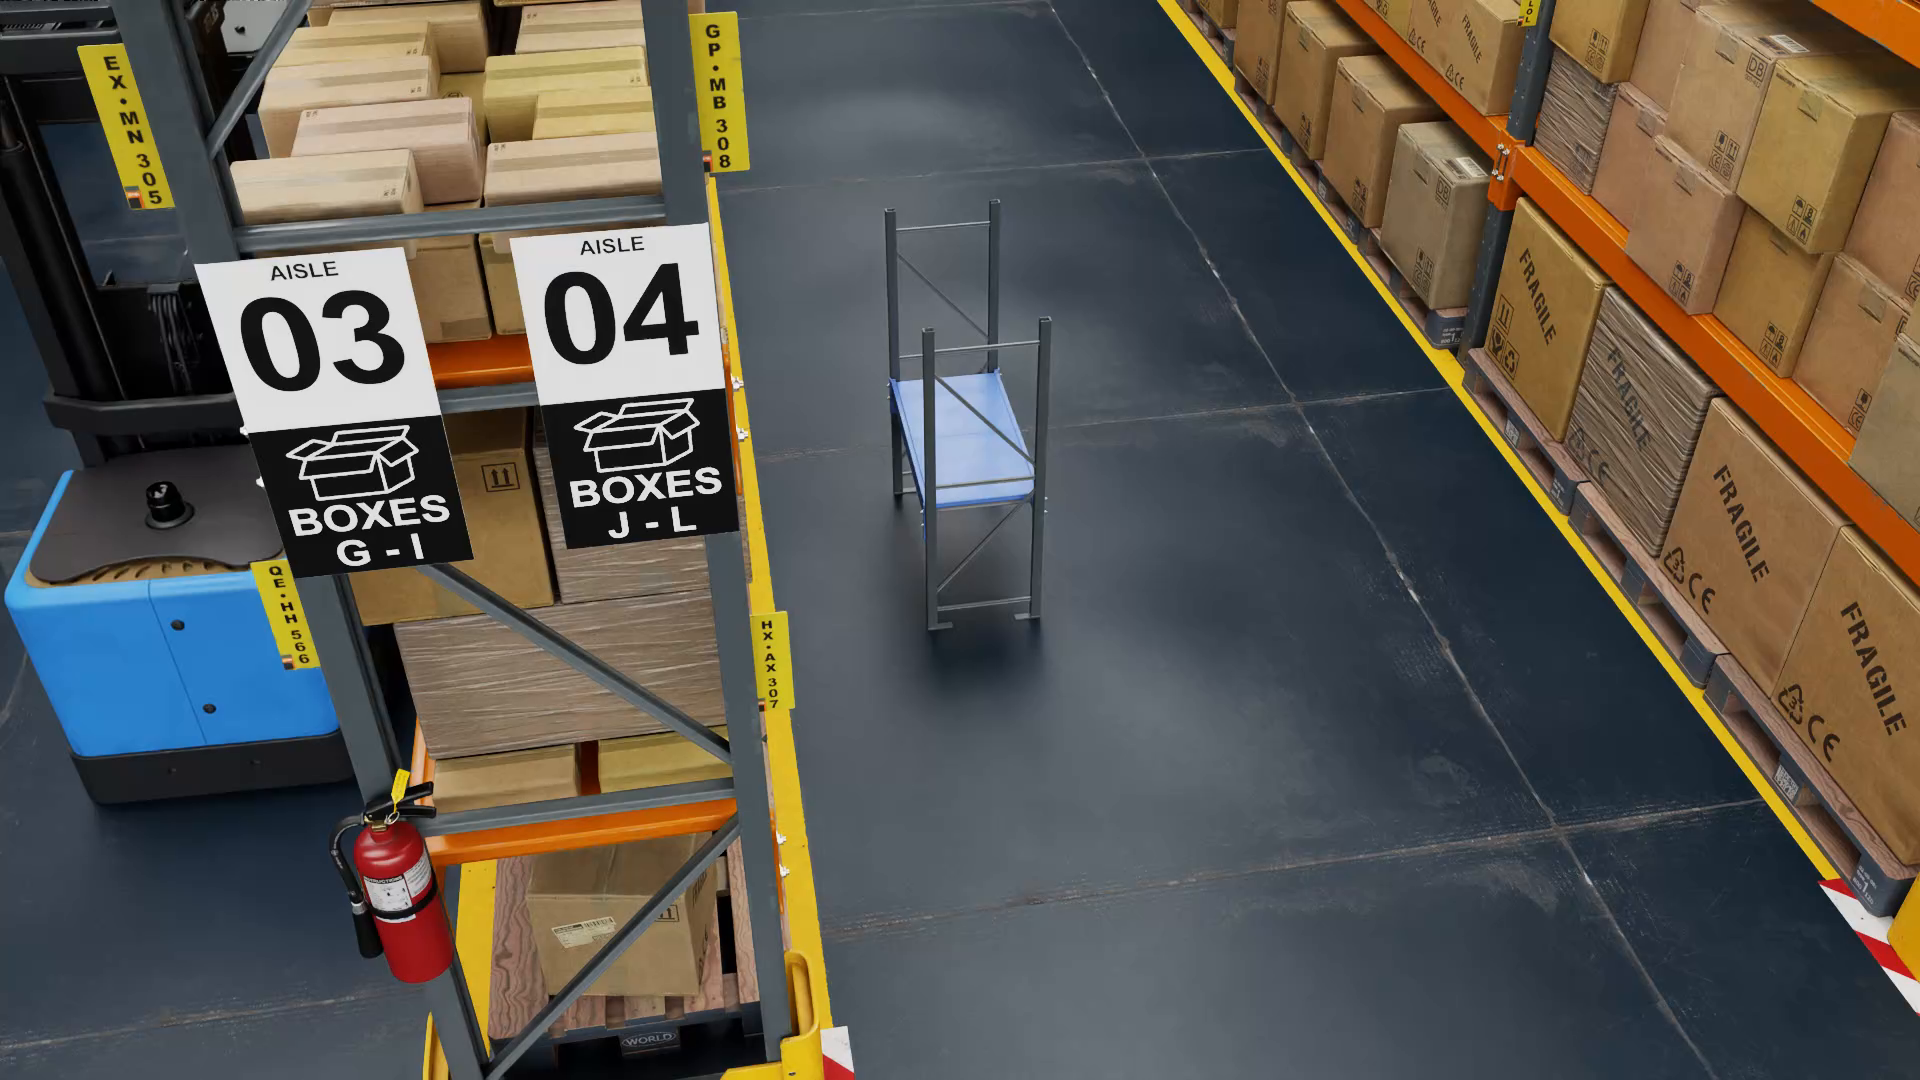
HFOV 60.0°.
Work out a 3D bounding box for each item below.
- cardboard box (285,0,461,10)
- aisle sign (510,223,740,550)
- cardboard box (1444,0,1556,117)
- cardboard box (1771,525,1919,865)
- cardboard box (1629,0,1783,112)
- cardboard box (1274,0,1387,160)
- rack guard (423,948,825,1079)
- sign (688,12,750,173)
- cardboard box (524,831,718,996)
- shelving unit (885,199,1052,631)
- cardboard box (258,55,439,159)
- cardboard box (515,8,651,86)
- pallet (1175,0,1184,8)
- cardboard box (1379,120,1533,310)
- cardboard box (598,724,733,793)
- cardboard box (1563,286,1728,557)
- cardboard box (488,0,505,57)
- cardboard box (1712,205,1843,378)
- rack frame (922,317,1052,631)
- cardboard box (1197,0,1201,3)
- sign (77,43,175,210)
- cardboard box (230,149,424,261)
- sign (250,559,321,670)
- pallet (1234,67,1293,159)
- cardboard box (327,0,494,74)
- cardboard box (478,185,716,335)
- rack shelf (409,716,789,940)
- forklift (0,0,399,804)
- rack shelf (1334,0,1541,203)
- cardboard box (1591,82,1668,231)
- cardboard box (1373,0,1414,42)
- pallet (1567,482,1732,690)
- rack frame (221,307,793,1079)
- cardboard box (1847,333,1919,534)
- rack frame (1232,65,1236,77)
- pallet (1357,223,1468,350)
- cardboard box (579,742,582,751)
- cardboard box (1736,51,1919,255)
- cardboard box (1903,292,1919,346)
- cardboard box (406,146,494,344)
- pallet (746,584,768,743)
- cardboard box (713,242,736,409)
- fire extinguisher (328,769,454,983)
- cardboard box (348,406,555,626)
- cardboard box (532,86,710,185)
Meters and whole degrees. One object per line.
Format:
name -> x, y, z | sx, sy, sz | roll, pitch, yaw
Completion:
cardboard box -> -1.532, -1.737, 4.365 | 0.500, 0.500, 0.500 | -6, 38, -8
aisle sign -> -0.705, -0.311, 3.586 | 0.394, 0.787, 0.004 | -6, 38, -8
cardboard box -> 2.834, -2.504, 8.446 | 0.500, 0.500, 0.500 | -6, 38, -8
cardboard box -> 3.706, 0.509, 6.039 | 0.875, 0.875, 0.875 | -6, 38, -8
cardboard box -> 3.430, -2.117, 7.028 | 0.875, 0.550, 0.550 | -6, 38, -8
cardboard box -> 2.662, -2.966, 10.614 | 1.050, 0.750, 0.750 | -6, 38, -7
rack guard -> -1.024, 1.652, 5.216 | 1.175, 0.500, 0.348 | -6, 38, -8
sign -> -0.477, -0.877, 3.277 | 0.100, 0.325, 0.005 | -6, 38, -8
cardboard box -> -1.104, 1.153, 5.516 | 0.500, 0.500, 0.500 | 0, 38, 1
shelving unit -> 0.015, -0.541, 7.224 | 0.538, 1.500, 1.048 | -6, 38, -8
cardboard box -> -1.453, -1.029, 3.982 | 0.380, 0.149, 0.250 | -8, 39, -10
cardboard box -> -0.925, -1.242, 4.256 | 0.380, 0.149, 0.250 | -5, 38, -6
pallet -> 2.141, -4.700, 13.628 | 1.003, 0.211, 1.213 | -6, 38, -8
cardboard box -> 2.991, -1.820, 9.140 | 1.050, 0.750, 0.750 | -6, 38, -8
cardboard box -> -0.826, 0.612, 4.722 | 0.380, 0.149, 0.250 | -6, 38, -8
cardboard box -> 3.392, -0.573, 7.432 | 0.875, 0.875, 0.875 | -6, 38, -8
cardboard box -> -1.517, -1.290, 4.643 | 0.500, 0.250, 0.500 | -5, 38, -7
cardboard box -> 3.554, -1.037, 6.518 | 0.875, 0.550, 0.500 | -6, 38, -8
rack frame -> 0.104, -0.234, 6.828 | 0.500, 1.500, 0.032 | -6, 38, -8
cardboard box -> 2.027, -4.456, 12.736 | 0.500, 0.500, 0.500 | -5, 38, -6
sign -> -1.561, -0.776, 3.137 | 0.100, 0.325, 0.005 | -6, 38, -8
cardboard box -> -1.367, -0.706, 3.566 | 0.380, 0.149, 0.250 | -6, 38, -8
sign -> -1.561, 0.176, 3.877 | 0.100, 0.325, 0.005 | -6, 38, -8
pallet -> 2.552, -3.008, 11.450 | 1.003, 0.211, 1.213 | -6, 38, -8
cardboard box -> -1.441, -1.341, 4.384 | 0.380, 0.149, 0.250 | -6, 38, -7
cardboard box -> -0.841, -0.733, 3.926 | 0.500, 0.250, 0.500 | -5, 38, -7
rack shelf -> -1.361, -0.213, 6.166 | 1.077, 0.370, 4.000 | -6, 38, -8
forklift -> -3.033, -1.051, 6.714 | 1.130, 2.935, 3.031 | -5, 38, -6
rack shelf -> 2.838, -3.102, 9.884 | 1.077, 0.370, 4.000 | -6, 38, -8
cardboard box -> 3.384, -1.686, 7.352 | 0.875, 0.550, 0.550 | -6, 38, -8
cardboard box -> 2.657, -3.114, 9.232 | 0.500, 0.500, 0.500 | -6, 38, -7
pallet -> 3.462, 0.130, 7.411 | 1.003, 0.211, 1.213 | -6, 38, -8
rack frame -> -1.011, 0.711, 4.390 | 1.000, 3.000, 0.127 | -6, 38, -8
cardboard box -> 3.662, -0.370, 5.659 | 0.875, 0.550, 0.550 | -6, 38, -8
rack frame -> 2.487, -4.594, 11.218 | 1.000, 3.000, 0.127 | -6, 38, -8
pallet -> 2.979, -1.534, 9.553 | 1.003, 0.211, 1.213 | -6, 38, -8
cardboard box -> -1.307, 0.509, 4.855 | 0.380, 0.149, 0.250 | -6, 38, -8
cardboard box -> 3.490, -1.457, 6.178 | 0.875, 0.550, 0.500 | -6, 38, -8
cardboard box -> 3.676, -0.798, 5.330 | 0.875, 0.550, 0.550 | -6, 38, -8
cardboard box -> -1.345, -0.678, 3.856 | 0.500, 0.250, 0.500 | -5, 38, -7
pallet -> -1.342, 0.536, 6.888 | 1.003, 0.211, 1.213 | -6, 38, -8
cardboard box -> -0.920, -0.505, 4.817 | 0.500, 0.500, 0.500 | -6, 38, -8
fire extinguisher -> -1.444, 0.860, 4.261 | 0.296, 0.674, 0.183 | -6, 38, -8
cardboard box -> -1.351, -0.147, 4.355 | 0.500, 0.500, 0.500 | -6, 38, -8
cardboard box -> -0.782, -0.930, 3.855 | 0.380, 0.149, 0.250 | -5, 38, -7
